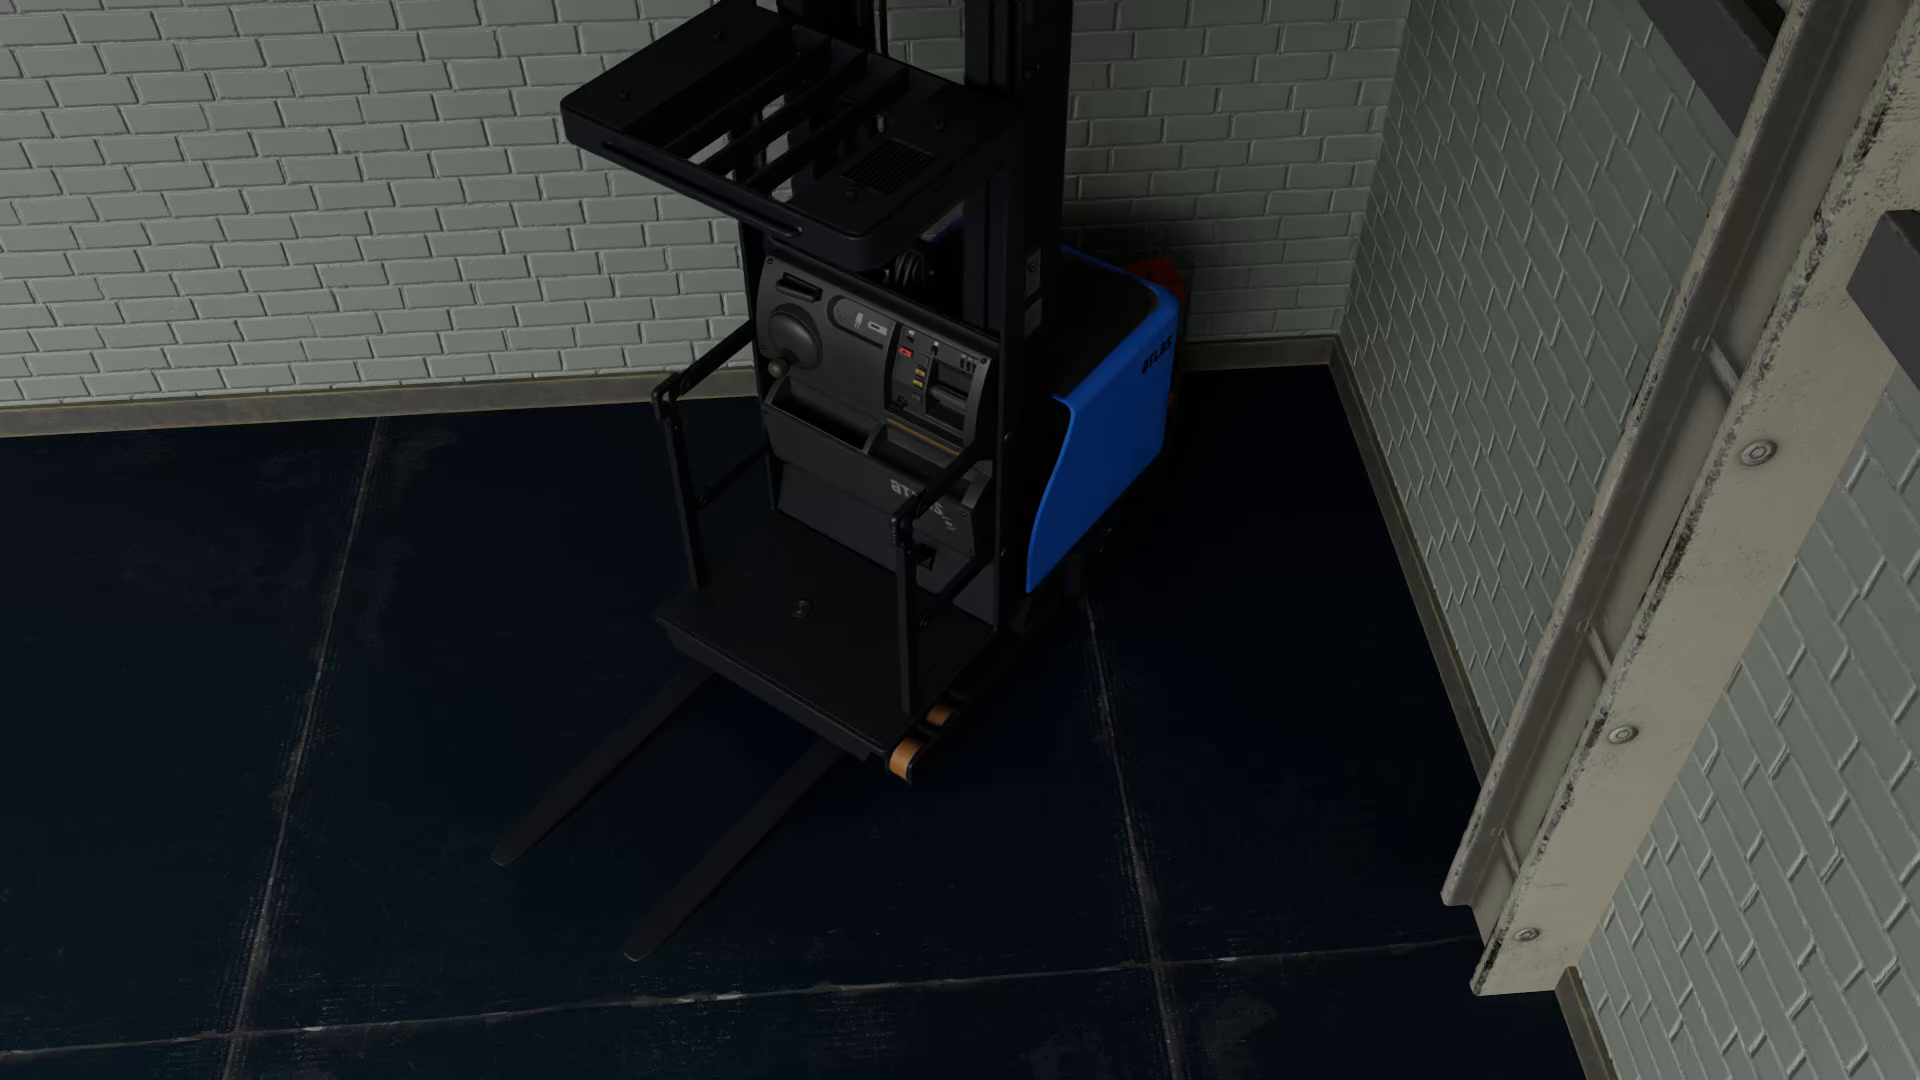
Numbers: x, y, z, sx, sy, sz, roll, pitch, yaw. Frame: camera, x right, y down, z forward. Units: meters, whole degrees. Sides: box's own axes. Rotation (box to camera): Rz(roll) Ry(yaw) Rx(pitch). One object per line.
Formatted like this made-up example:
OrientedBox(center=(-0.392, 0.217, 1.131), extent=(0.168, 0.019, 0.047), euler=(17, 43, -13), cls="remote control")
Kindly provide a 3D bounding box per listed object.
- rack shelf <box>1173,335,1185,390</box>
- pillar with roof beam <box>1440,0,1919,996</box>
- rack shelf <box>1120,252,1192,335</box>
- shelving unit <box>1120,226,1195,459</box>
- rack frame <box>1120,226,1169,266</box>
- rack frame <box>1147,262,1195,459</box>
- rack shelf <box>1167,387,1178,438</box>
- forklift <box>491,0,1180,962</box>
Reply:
OrientedBox(center=(0.778, -0.771, 6.908), extent=(0.215, 0.259, 0.240), euler=(-14, 48, -13), cls="rack shelf")
OrientedBox(center=(-2.463, -1.487, 2.097), extent=(9.100, 9.000, 0.400), euler=(-3, 47, -3), cls="pillar with roof beam")
OrientedBox(center=(0.778, -0.966, 6.702), extent=(0.215, 0.259, 0.240), euler=(-14, 48, -13), cls="rack shelf")
OrientedBox(center=(0.778, -0.779, 6.901), extent=(0.215, 1.050, 0.252), euler=(-14, 48, -13), cls="shelving unit")
OrientedBox(center=(0.737, -0.862, 6.980), extent=(0.200, 1.050, 0.008), euler=(-14, 48, -13), cls="rack frame")
OrientedBox(center=(0.819, -0.695, 6.822), extent=(0.200, 1.050, 0.008), euler=(-14, 48, -13), cls="rack frame")
OrientedBox(center=(0.778, -0.581, 7.110), extent=(0.215, 0.259, 0.240), euler=(-14, 48, -13), cls="rack shelf")
OrientedBox(center=(-0.420, -0.540, 5.380), extent=(1.130, 2.935, 3.031), euler=(28, 52, 24), cls="forklift")
